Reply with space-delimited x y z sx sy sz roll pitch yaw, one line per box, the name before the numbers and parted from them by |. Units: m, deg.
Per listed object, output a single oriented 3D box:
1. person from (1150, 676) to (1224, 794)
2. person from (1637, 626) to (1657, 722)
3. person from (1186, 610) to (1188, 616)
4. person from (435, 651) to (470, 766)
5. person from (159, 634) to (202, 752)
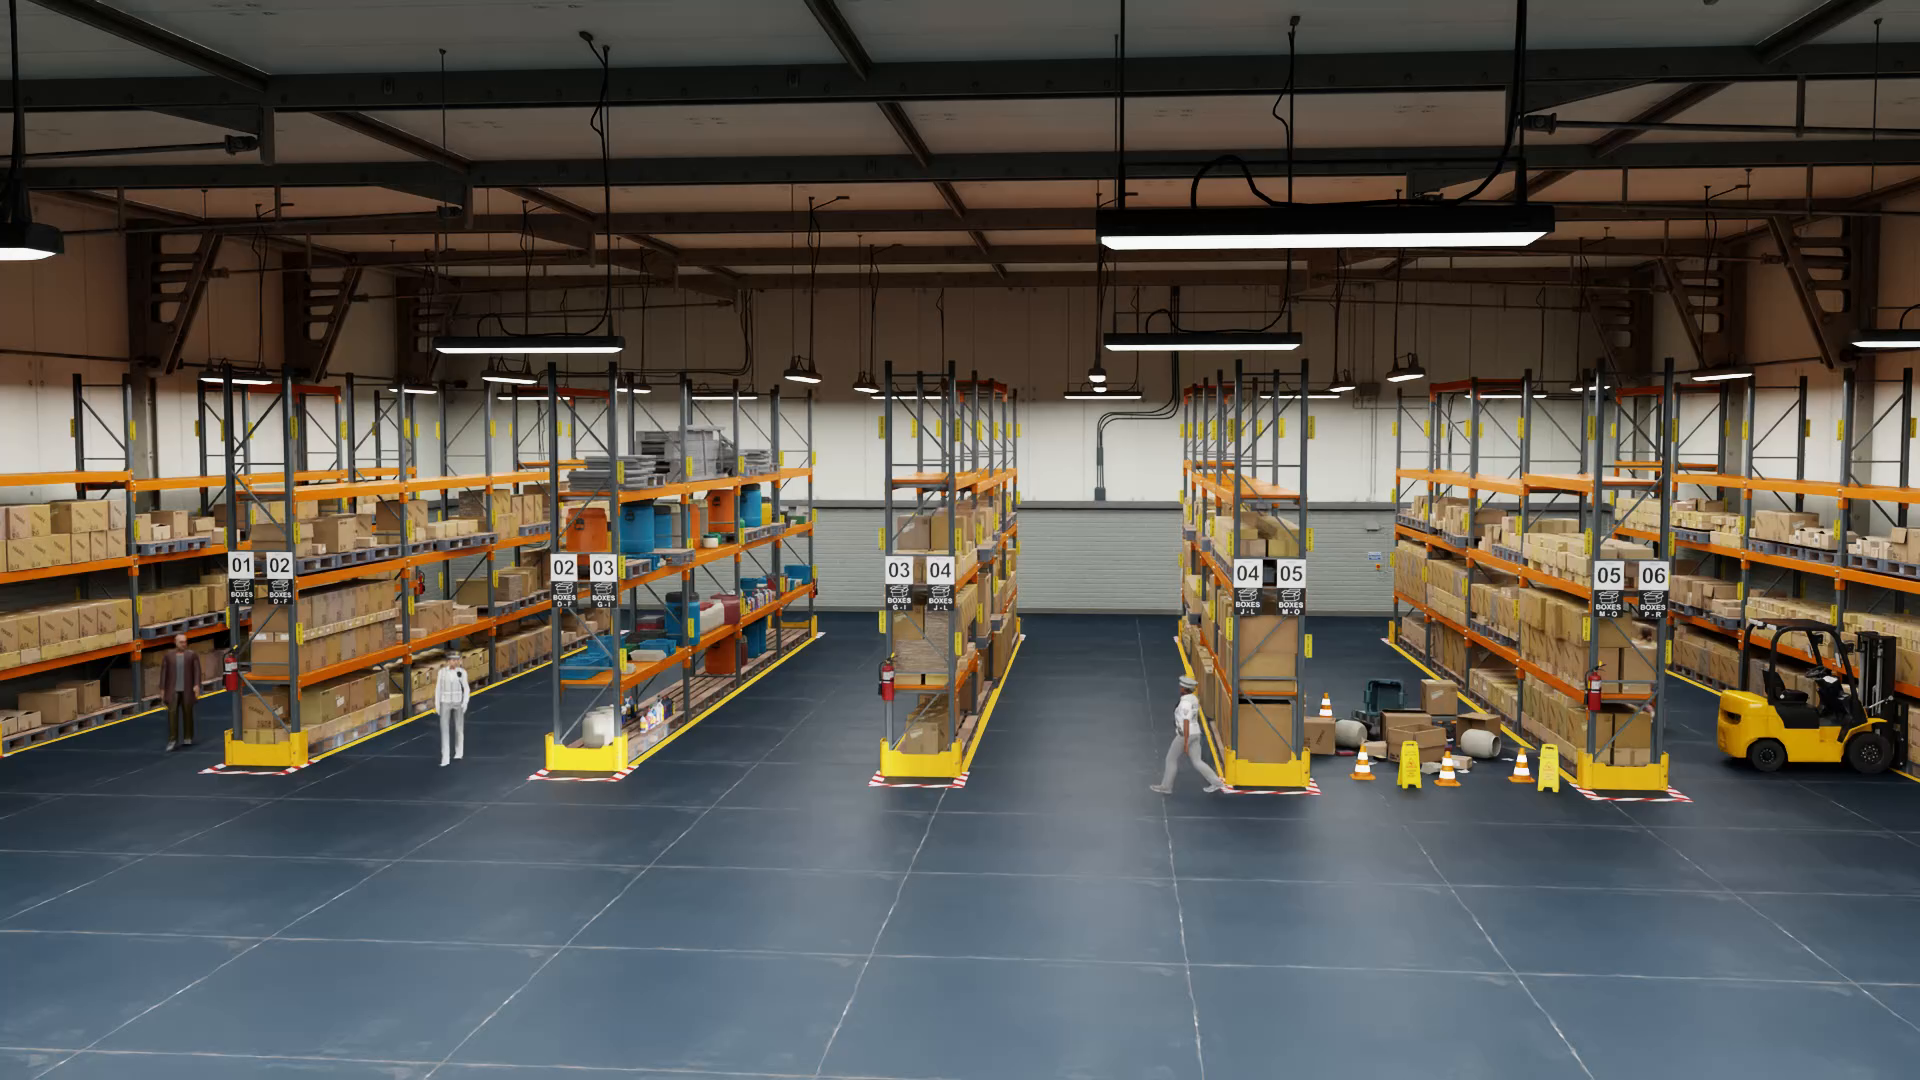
person | 3.132 2.680 22.829 0.998 1.629 0.549 2 4 28
person | 11.826 2.319 28.528 0.516 1.632 0.600 -1 4 -17
person | 6.016 1.365 41.921 0.977 1.720 0.560 3 5 34
person | -7.685 2.526 25.194 0.516 1.671 0.726 -1 4 -19
person | -12.314 2.401 26.260 0.627 1.783 0.828 -2 4 -24
